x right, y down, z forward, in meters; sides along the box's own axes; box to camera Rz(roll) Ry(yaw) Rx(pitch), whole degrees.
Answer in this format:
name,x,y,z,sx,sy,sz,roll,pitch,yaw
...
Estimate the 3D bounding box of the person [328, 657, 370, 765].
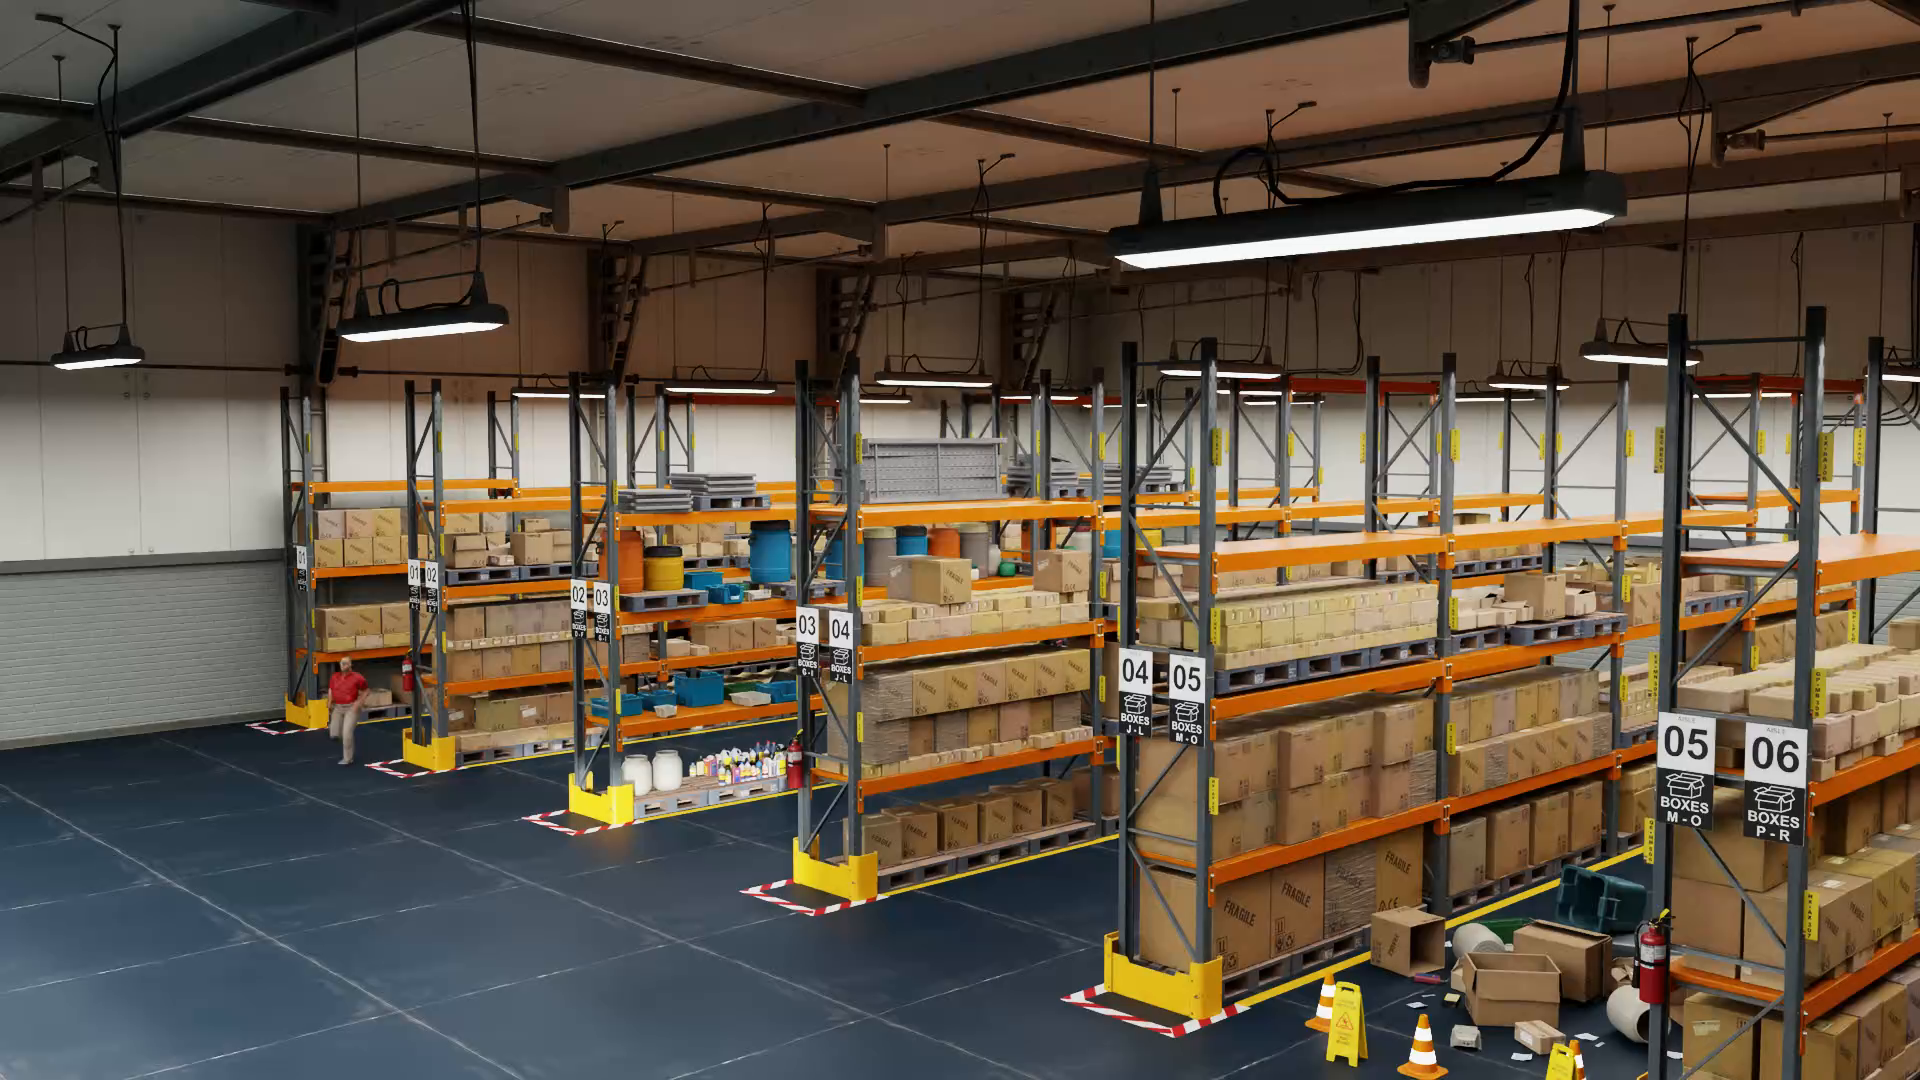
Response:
name,x,y,z,sx,sy,sz,roll,pitch,yaw
person,-9.591,2.662,26.058,0.656,1.673,0.623,0,4,4
